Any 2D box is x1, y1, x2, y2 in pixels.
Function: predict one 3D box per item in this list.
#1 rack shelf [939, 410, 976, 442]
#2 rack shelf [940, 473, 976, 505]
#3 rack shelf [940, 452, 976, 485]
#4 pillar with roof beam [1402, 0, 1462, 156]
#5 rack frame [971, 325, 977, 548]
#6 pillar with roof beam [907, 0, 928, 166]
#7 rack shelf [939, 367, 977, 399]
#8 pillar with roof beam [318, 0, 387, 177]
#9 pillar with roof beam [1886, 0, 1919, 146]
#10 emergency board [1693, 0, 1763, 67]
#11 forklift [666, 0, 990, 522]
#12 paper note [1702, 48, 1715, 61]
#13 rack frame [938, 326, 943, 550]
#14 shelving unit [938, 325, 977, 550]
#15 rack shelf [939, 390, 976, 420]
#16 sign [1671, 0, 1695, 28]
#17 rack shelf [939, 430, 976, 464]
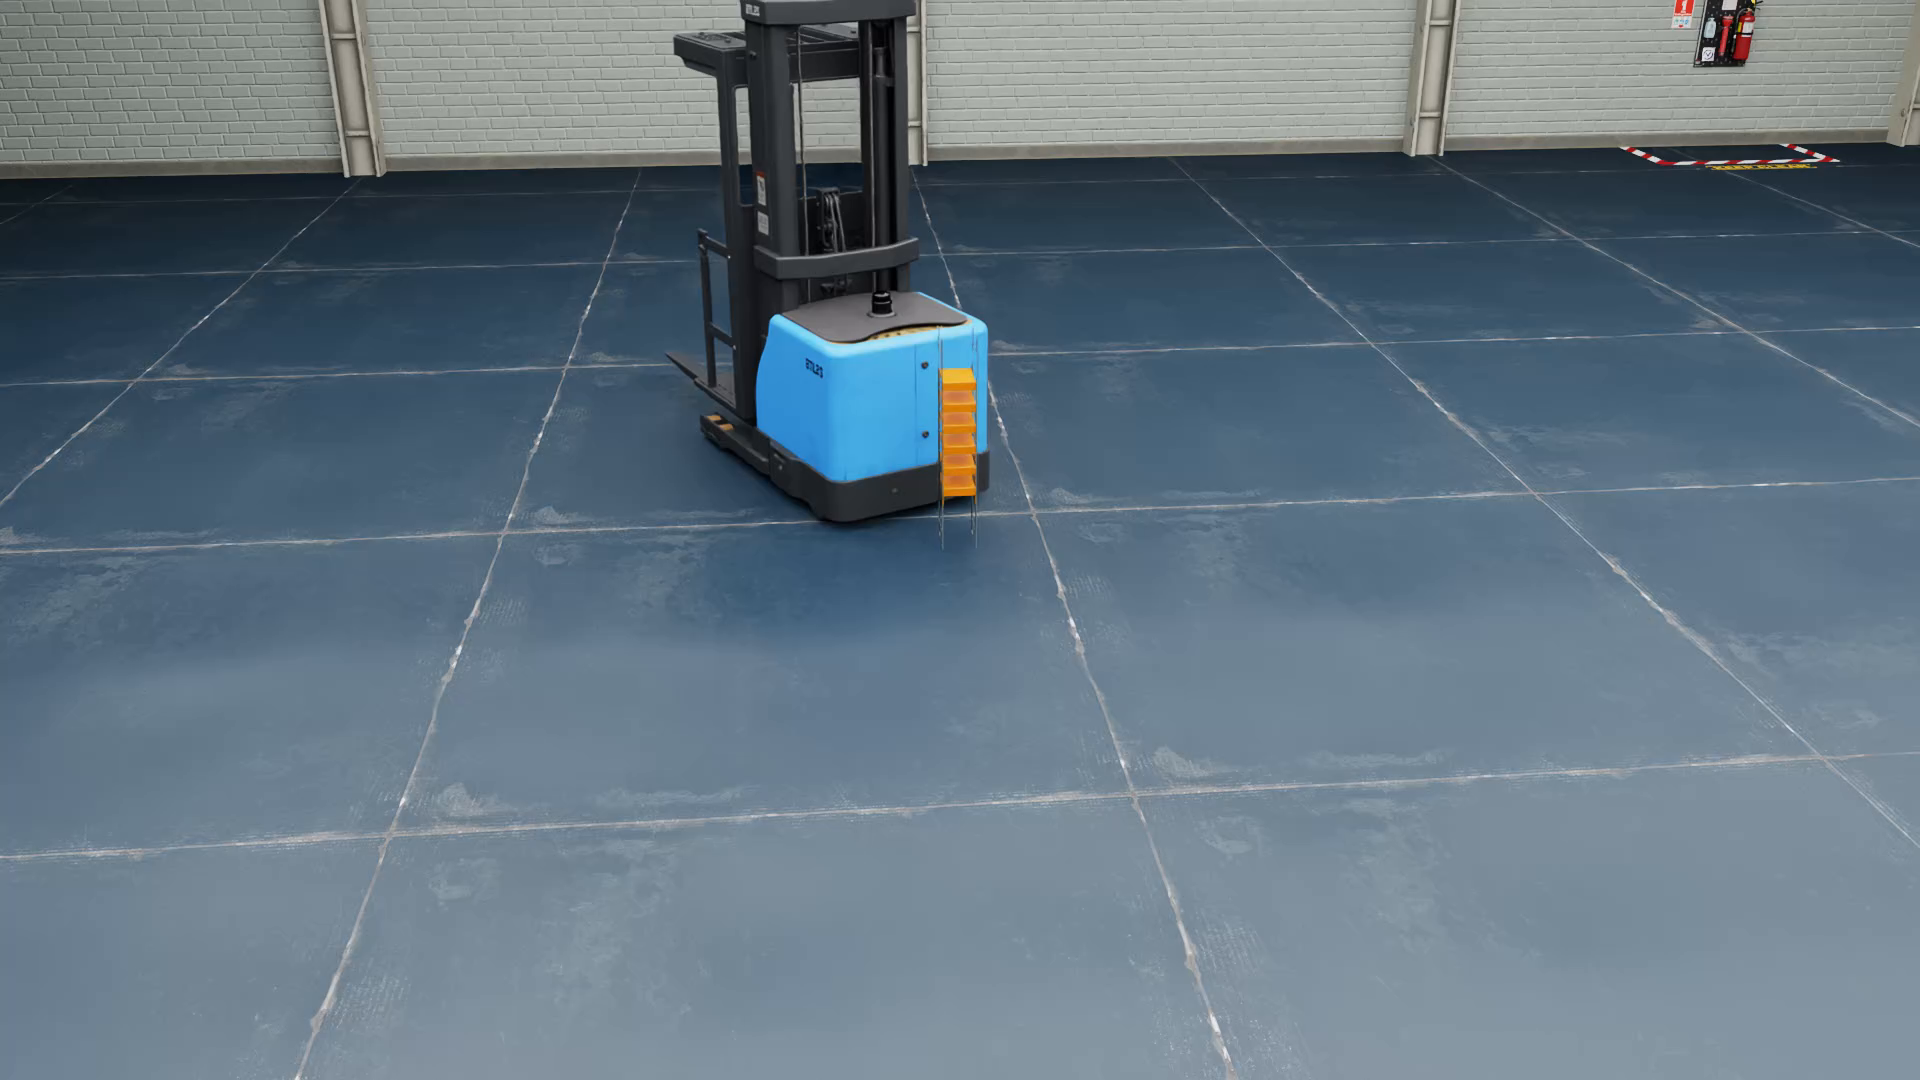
[{"bbox_3d":[-0.014,-0.617,8.974,0.180,0.103,0.258,-2,24,-5],"label":"rack shelf"},{"bbox_3d":[-0.014,-0.288,9.121,0.180,0.103,0.258,-2,24,-5],"label":"rack shelf"},{"bbox_3d":[-0.014,-0.397,9.072,0.180,0.103,0.258,-2,24,-5],"label":"rack shelf"},{"bbox_3d":[5.818,-6.885,13.660,0.400,9.000,9.100,-2,24,-5],"label":"pillar with roof beam"},{"bbox_3d":[0.077,-0.551,9.013,0.006,1.200,0.240,-2,24,-5],"label":"rack frame"},{"bbox_3d":[-0.153,-6.645,13.121,0.400,9.000,9.100,-2,24,-5],"label":"pillar with roof beam"},{"bbox_3d":[-0.014,-0.836,8.877,0.180,0.103,0.258,-2,24,-5],"label":"rack shelf"},{"bbox_3d":[-6.124,-6.406,12.583,0.400,9.000,9.100,-2,24,-5],"label":"pillar with roof beam"},{"bbox_3d":[11.789,-7.124,14.199,0.400,9.000,9.100,-2,24,-5],"label":"pillar with roof beam"},{"bbox_3d":[8.903,-6.040,19.145,0.643,1.169,0.194,-2,24,-5],"label":"emergency board"},{"bbox_3d":[-1.010,-1.996,10.132,1.130,2.935,3.031,-13,27,-28],"label":"forklift"},{"bbox_3d":[8.720,-5.658,19.371,0.142,0.148,0.016,-2,24,-5],"label":"paper note"},{"bbox_3d":[-0.105,-0.544,8.997,0.006,1.200,0.240,-2,24,-5],"label":"rack frame"},{"bbox_3d":[-0.014,-0.548,9.005,0.189,1.200,0.258,-2,24,-5],"label":"shelving unit"},{"bbox_3d":[-0.014,-0.726,8.926,0.180,0.103,0.258,-2,24,-5],"label":"rack shelf"},{"bbox_3d":[8.342,-6.076,19.182,0.234,0.329,0.001,-2,24,-5],"label":"sign"},{"bbox_3d":[-0.014,-0.507,9.023,0.180,0.103,0.258,-2,24,-5],"label":"rack shelf"}]
